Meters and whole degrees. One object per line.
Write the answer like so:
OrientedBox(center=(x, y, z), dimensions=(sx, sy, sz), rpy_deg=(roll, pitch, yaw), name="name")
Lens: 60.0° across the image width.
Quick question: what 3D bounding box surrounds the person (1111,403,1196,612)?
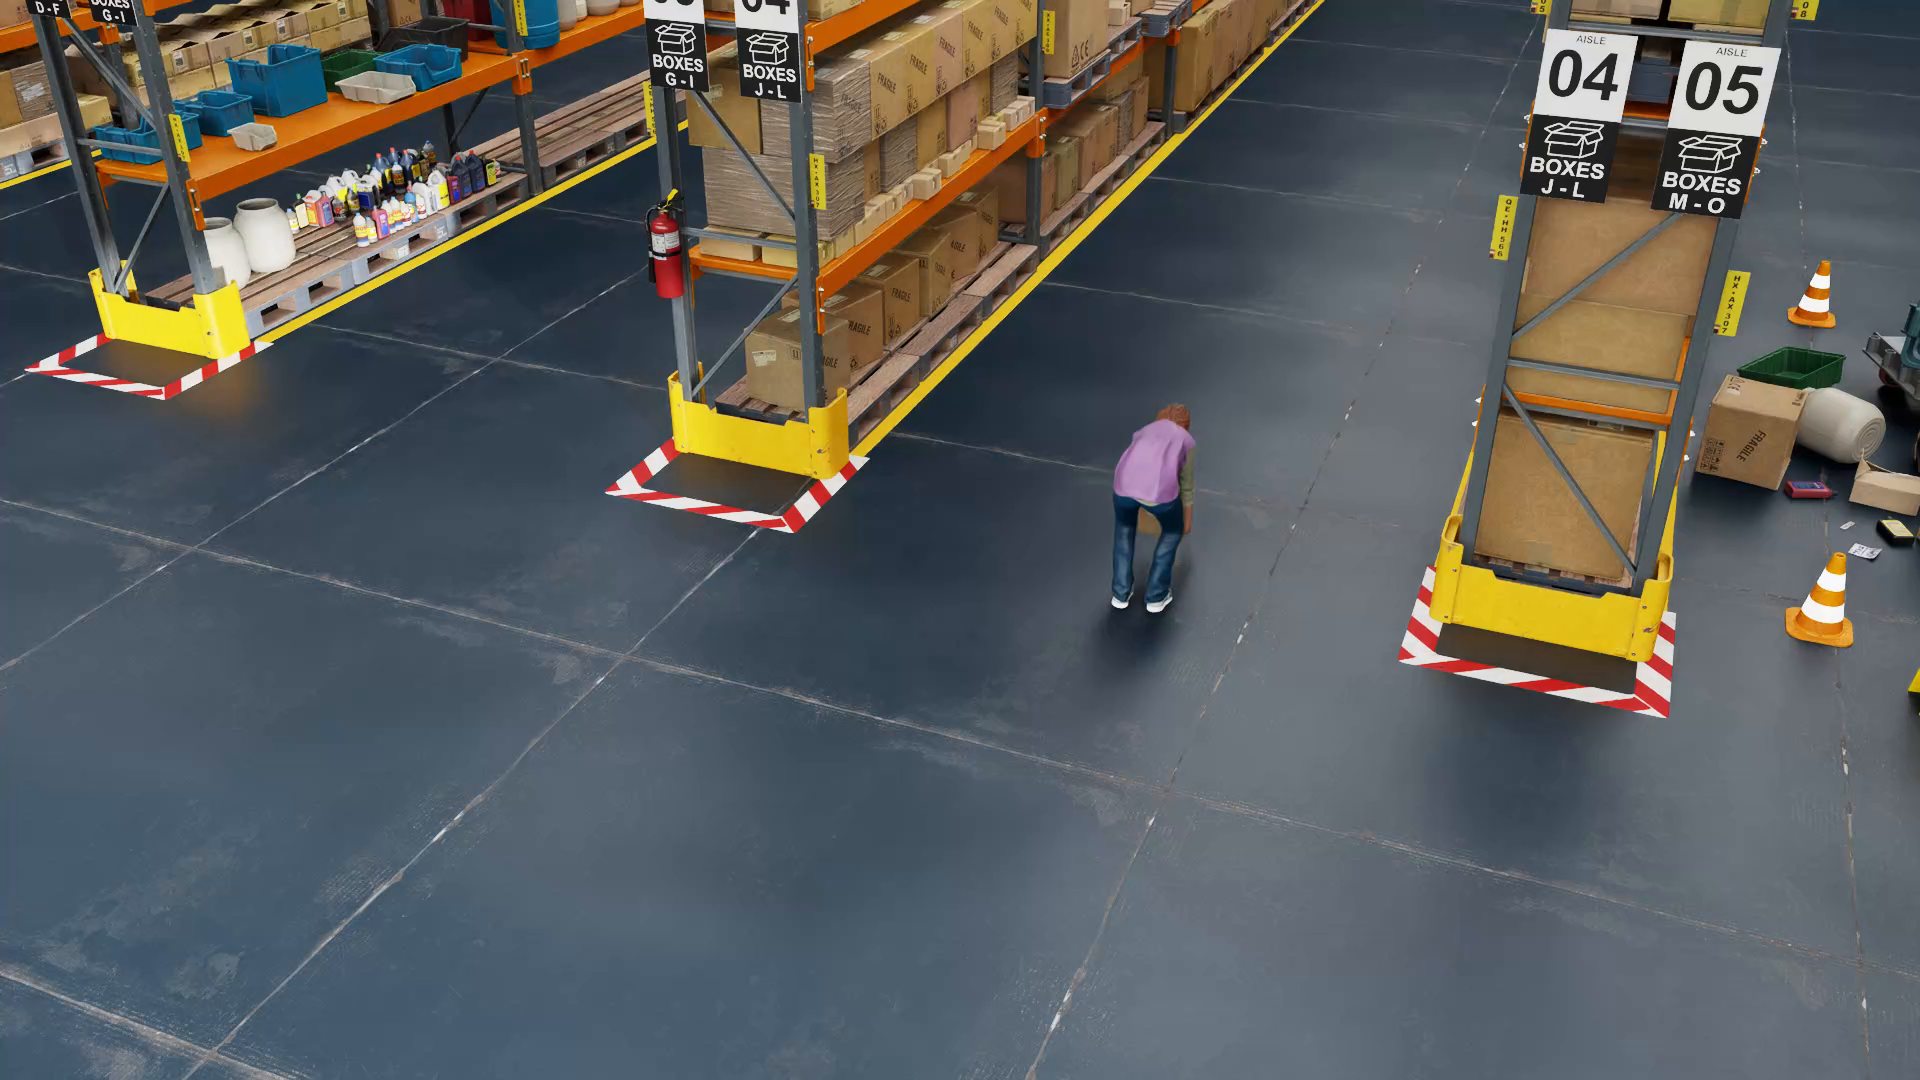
OrientedBox(center=(1.091, -0.172, 9.279), dimensions=(0.389, 1.013, 0.868), rpy_deg=(10, 32, 17), name="person")
